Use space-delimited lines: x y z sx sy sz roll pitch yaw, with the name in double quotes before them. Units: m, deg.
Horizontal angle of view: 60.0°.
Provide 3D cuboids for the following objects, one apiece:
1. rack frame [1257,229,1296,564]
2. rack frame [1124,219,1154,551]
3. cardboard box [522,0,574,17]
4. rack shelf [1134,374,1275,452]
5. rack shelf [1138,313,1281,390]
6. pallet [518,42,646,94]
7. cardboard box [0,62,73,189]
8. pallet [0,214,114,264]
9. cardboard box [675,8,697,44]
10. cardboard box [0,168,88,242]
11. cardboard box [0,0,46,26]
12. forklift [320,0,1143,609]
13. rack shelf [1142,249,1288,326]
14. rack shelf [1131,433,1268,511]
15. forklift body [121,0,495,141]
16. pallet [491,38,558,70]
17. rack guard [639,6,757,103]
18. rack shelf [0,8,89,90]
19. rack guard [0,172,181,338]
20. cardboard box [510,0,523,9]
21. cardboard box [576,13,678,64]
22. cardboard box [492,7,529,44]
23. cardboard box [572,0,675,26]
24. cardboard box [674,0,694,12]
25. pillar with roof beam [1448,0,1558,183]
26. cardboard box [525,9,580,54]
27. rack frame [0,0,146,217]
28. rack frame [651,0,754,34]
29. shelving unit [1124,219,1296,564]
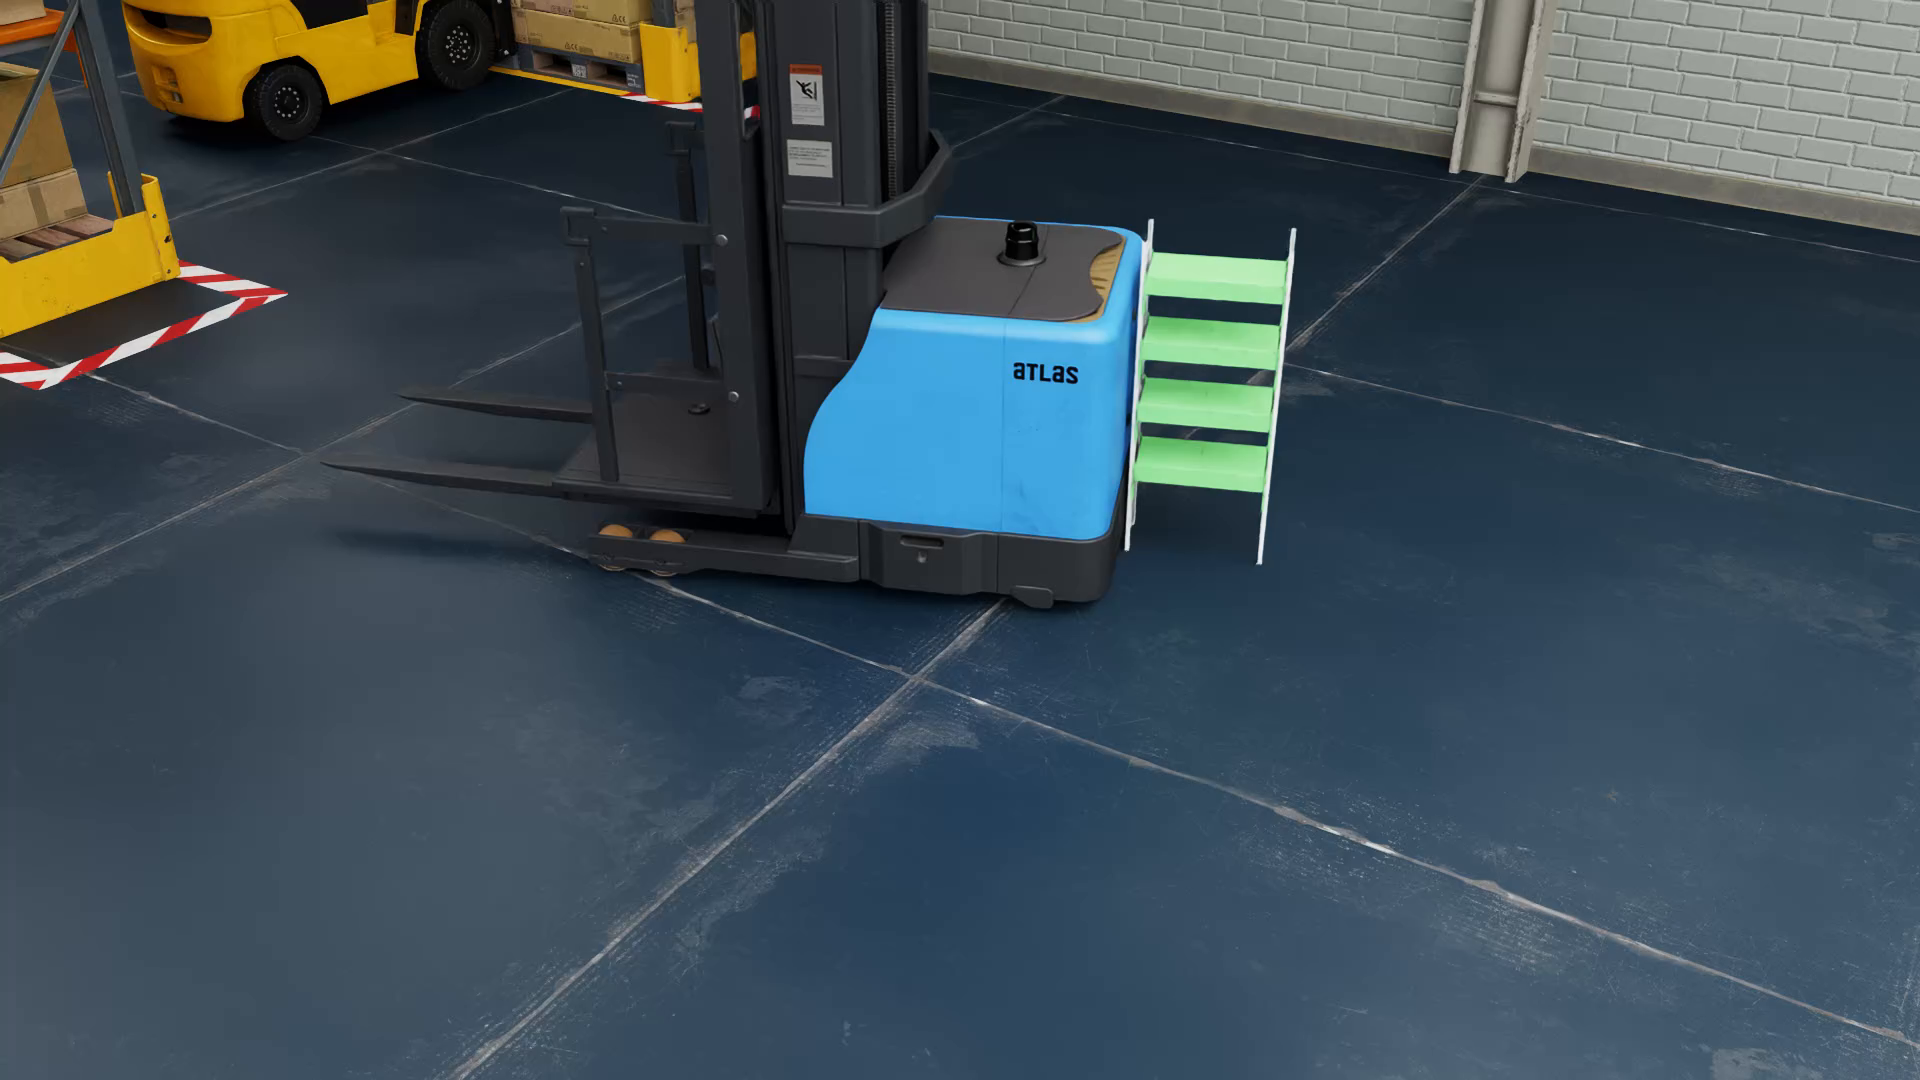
"rack frame" 1.121 -0.489 5.898 0.015 1.200 0.240 6 31 10
"rack frame" 0.642 -0.537 5.980 0.015 1.200 0.240 6 31 10
"cardboard box" -2.763 -3.919 11.807 0.500 0.250 0.500 17 34 27
"rack shelf" 0.881 -0.458 5.971 0.480 0.148 0.258 6 31 10
"rack shelf" 0.881 -0.665 5.850 0.480 0.148 0.258 6 31 10
"pallet" -2.435 -3.556 12.136 1.213 0.211 1.003 18 35 27
"cardboard box" -4.957 -2.112 8.461 0.500 0.500 0.500 16 34 26
"pallet" -5.134 -1.503 8.616 1.213 0.211 1.003 18 35 27
"cardboard box" -2.077 -3.782 12.068 0.500 0.250 0.500 18 35 28
"cardboard box" -4.937 -1.782 8.639 0.500 0.250 0.500 17 34 27
"cardboard box" -4.578 -2.525 7.850 0.250 0.149 0.380 18 35 28
"forklift" -0.883 -1.387 5.718 3.031 2.935 1.130 6 31 10
"rack shelf" 0.882 -0.873 5.729 0.480 0.148 0.258 6 31 10
"rack shelf" 0.881 -0.251 6.092 0.480 0.148 0.258 6 31 10
"forklift body" -4.341 -3.936 10.863 1.214 2.155 2.313 18 35 27
"pallet" -3.464 -3.883 12.697 1.213 0.211 1.003 18 35 27
"rack guard" -1.745 -3.487 11.731 0.348 0.500 1.175 18 35 27
"rack shelf" -6.095 -2.679 8.579 4.000 0.370 1.077 18 35 27
"rack guard" -4.465 -1.395 8.144 0.348 0.500 1.175 18 35 27
"cardboard box" -3.211 -4.048 12.028 0.500 0.250 0.500 17 34 26
"cardboard box" -2.331 -3.558 11.684 0.500 0.250 0.500 18 35 28
"cardboard box" -3.166 -3.833 12.156 0.500 0.250 0.500 18 35 28
"cardboard box" -2.343 -3.780 11.568 0.500 0.250 0.500 17 34 27
"cardboard box" -2.053 -3.998 11.942 0.500 0.250 0.500 18 35 28
"pillar with roof beam" 0.918 -4.291 4.675 0.400 9.000 9.100 18 35 27
"cardboard box" -2.747 -3.695 11.920 0.500 0.250 0.500 18 35 27
"rack frame" -4.401 -2.454 7.480 0.127 3.000 1.000 18 35 27
"rack frame" -1.765 -4.573 11.113 0.127 3.000 1.000 18 35 27
"shelving unit" 0.881 -0.513 5.939 0.503 1.200 0.258 6 31 10
